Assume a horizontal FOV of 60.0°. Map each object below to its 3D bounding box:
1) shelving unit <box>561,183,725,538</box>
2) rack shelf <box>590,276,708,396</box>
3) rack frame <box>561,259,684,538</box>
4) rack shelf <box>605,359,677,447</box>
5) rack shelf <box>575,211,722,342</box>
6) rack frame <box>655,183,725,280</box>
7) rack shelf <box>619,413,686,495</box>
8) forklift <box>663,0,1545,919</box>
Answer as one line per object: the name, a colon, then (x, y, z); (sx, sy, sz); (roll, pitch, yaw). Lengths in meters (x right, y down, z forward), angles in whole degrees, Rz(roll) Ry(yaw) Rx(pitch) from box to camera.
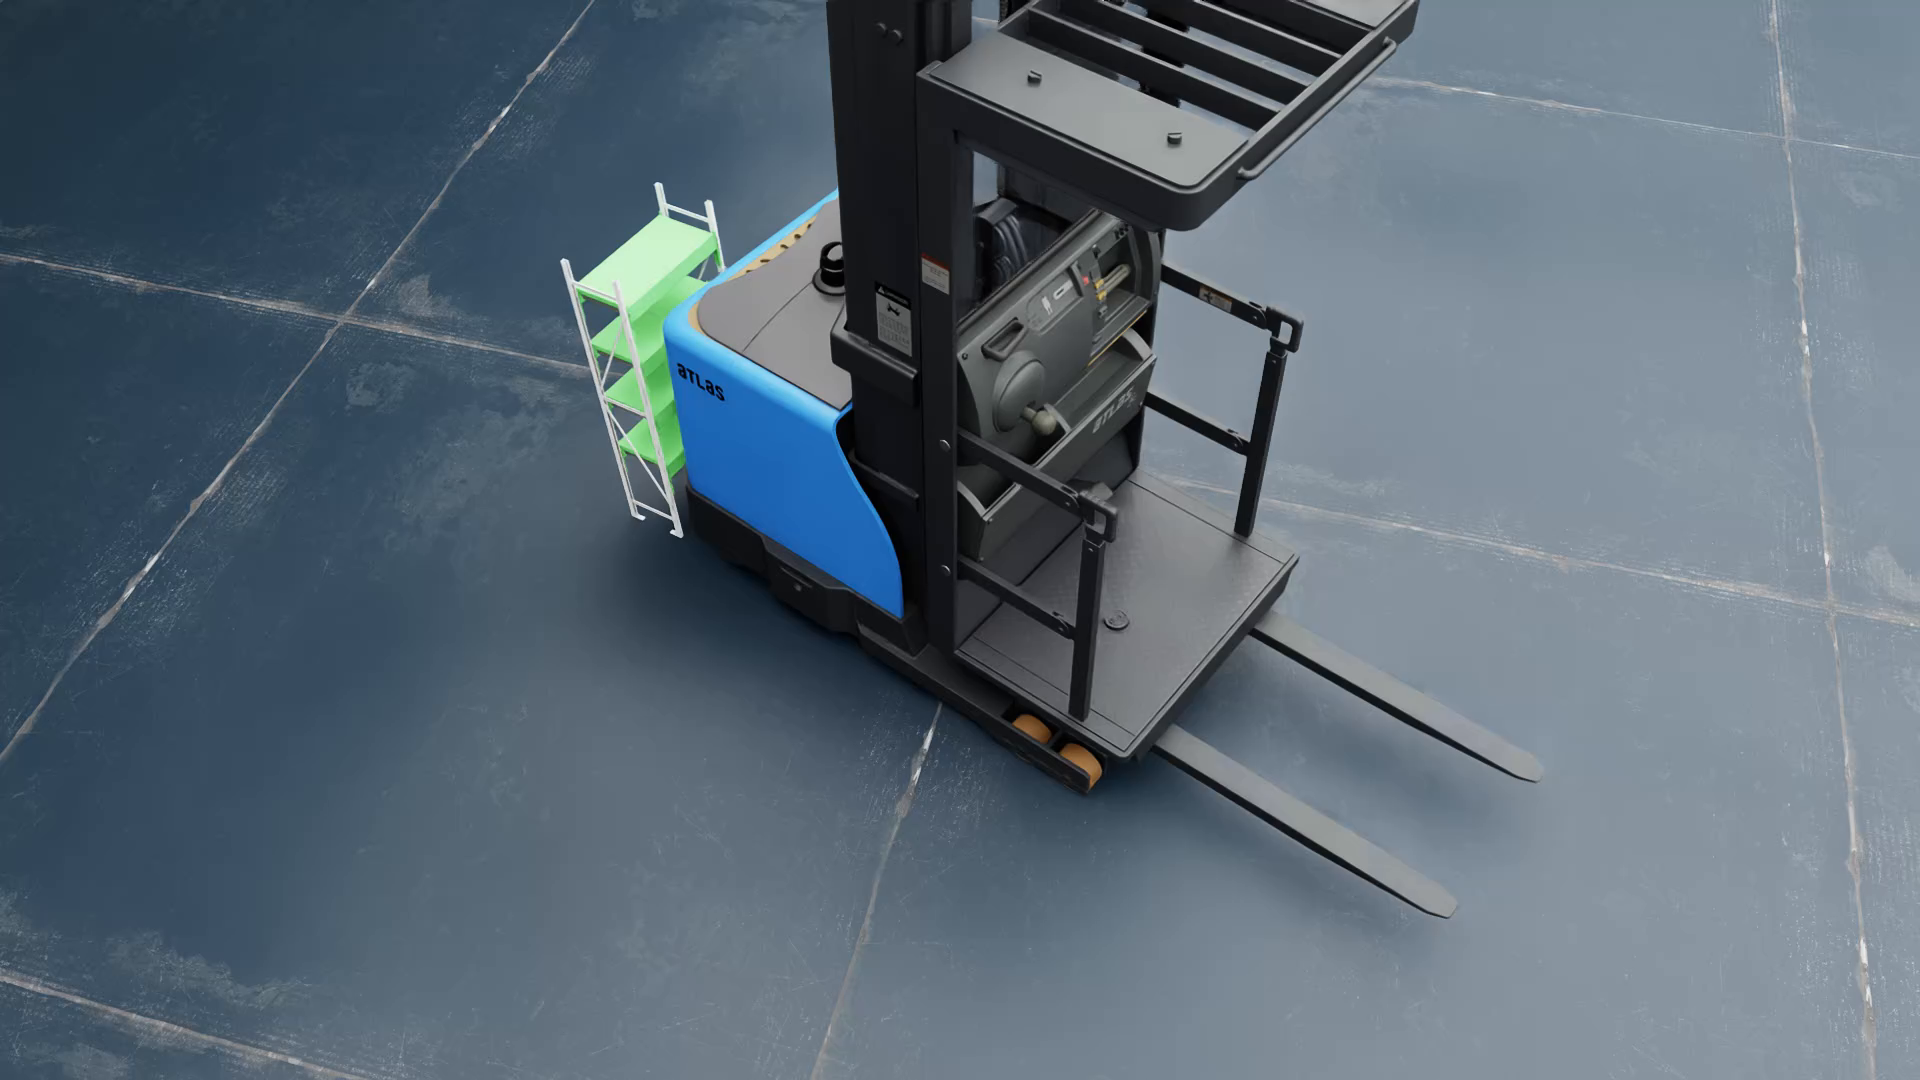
shelving unit: (-1.045, -0.621, 5.987); (0.258, 1.200, 0.503); (23, 52, 23)
rack shelf: (-1.054, -0.741, 5.859); (0.258, 0.148, 0.480); (23, 52, 23)
rack frame: (-1.174, -0.465, 5.850); (0.240, 1.200, 0.015); (23, 52, 23)
rack shelf: (-1.042, -0.577, 6.034); (0.258, 0.148, 0.480); (23, 52, 23)
rack shelf: (-1.067, -0.906, 5.685); (0.258, 0.148, 0.480); (23, 52, 23)
rack frame: (-0.916, -0.776, 6.124); (0.240, 1.200, 0.015); (23, 52, 23)
rack shelf: (-1.029, -0.412, 6.208); (0.258, 0.148, 0.480); (23, 52, 23)
forklift: (0.472, -0.590, 4.816); (3.031, 2.935, 1.130); (30, 55, 24)
